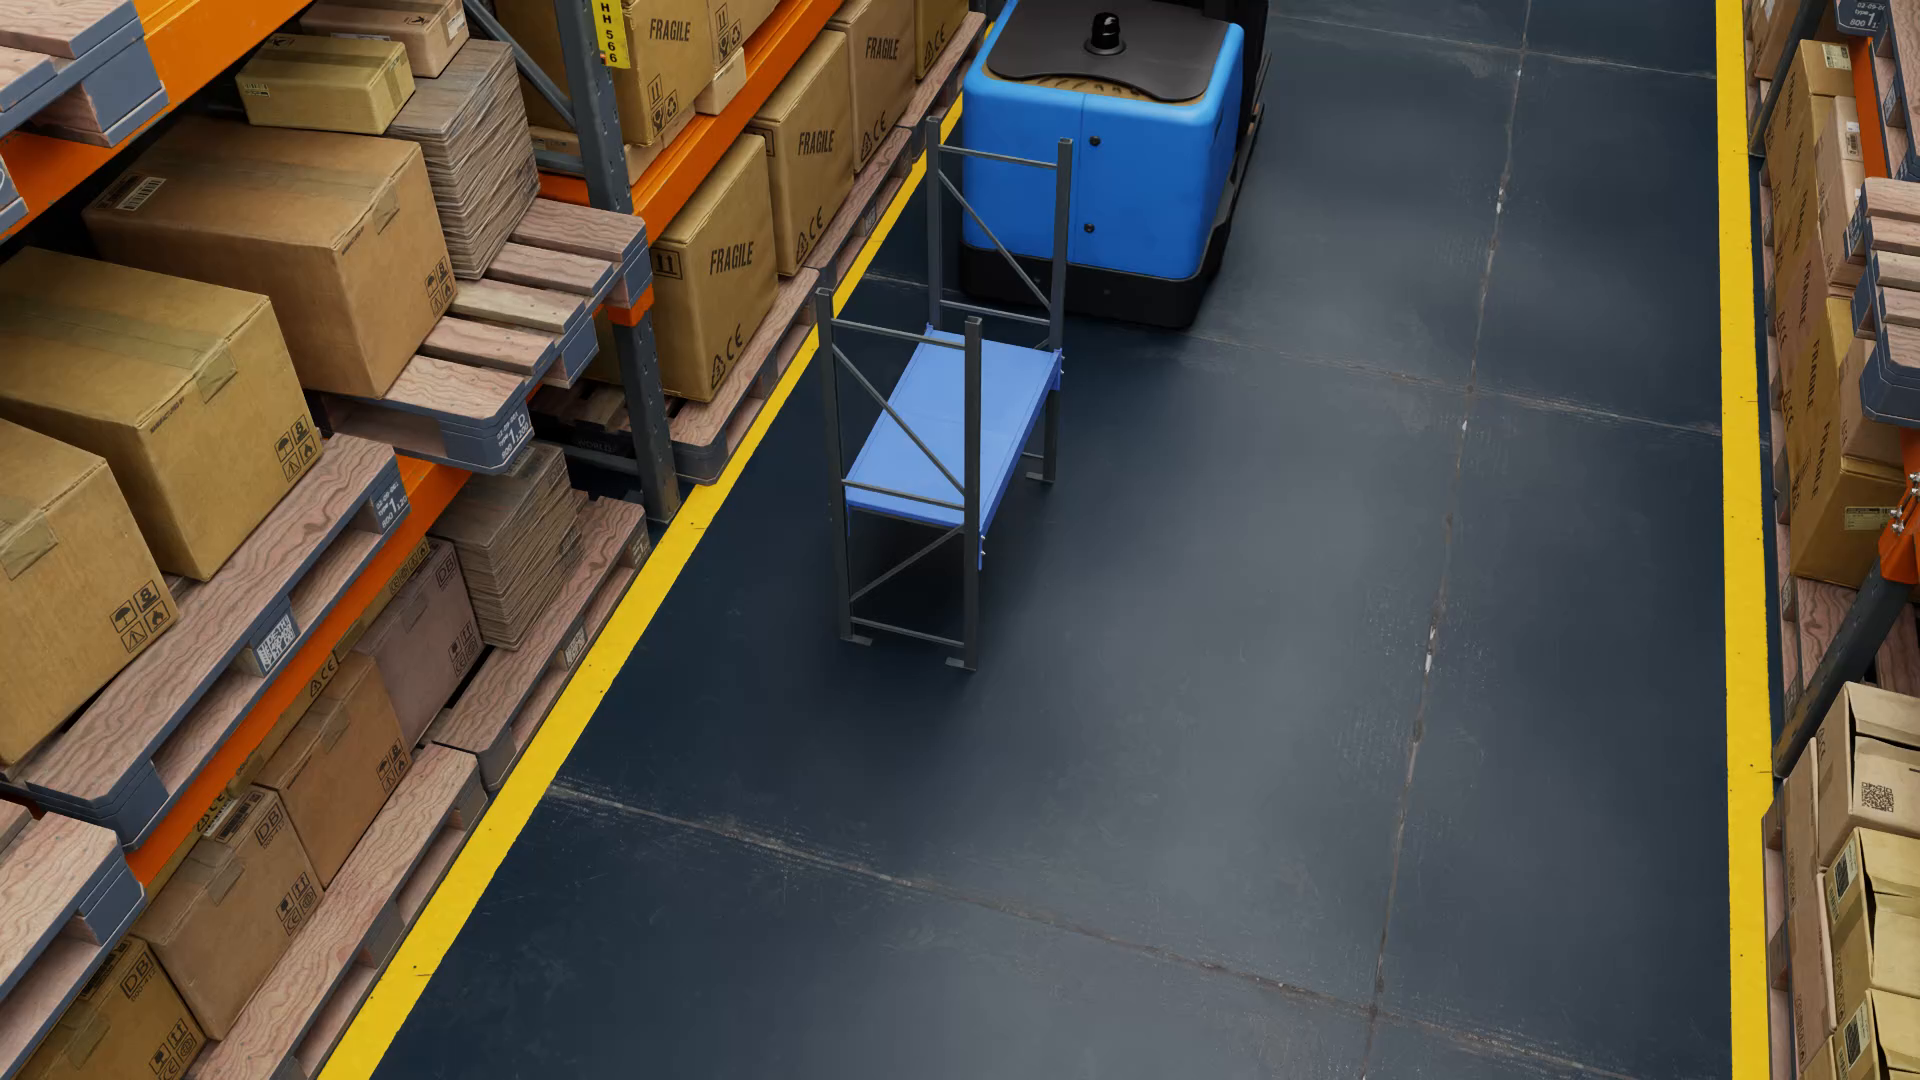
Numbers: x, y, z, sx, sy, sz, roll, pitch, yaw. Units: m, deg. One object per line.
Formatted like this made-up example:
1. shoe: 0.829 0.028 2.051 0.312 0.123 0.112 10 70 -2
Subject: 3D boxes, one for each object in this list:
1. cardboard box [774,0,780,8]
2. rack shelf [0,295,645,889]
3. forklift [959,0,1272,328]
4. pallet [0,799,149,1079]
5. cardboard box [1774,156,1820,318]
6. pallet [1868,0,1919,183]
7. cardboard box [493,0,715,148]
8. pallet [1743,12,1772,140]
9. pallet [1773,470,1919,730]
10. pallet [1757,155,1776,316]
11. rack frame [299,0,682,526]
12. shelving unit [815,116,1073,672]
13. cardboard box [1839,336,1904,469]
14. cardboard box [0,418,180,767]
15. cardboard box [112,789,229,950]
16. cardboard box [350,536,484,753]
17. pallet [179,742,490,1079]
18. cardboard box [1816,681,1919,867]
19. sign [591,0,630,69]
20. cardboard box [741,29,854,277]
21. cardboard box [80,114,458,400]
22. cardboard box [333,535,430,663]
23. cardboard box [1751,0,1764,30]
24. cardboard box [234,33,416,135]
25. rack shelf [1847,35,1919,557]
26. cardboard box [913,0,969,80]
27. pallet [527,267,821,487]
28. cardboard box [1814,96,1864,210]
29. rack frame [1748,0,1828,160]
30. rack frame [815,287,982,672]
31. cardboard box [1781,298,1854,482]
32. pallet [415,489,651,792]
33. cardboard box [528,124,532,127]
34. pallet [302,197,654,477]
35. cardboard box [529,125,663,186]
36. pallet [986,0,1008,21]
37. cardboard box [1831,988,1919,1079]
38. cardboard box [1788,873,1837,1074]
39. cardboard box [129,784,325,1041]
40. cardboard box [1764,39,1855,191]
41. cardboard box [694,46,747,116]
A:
1. cardboard box: -0.853 -2.368 6.227 0.500 0.500 0.500 12 46 12
2. rack shelf: -2.169 0.319 4.294 1.077 0.370 4.000 13 46 13
3. forklift: 0.890 -3.000 7.220 1.130 2.935 3.031 11 46 11
4. pallet: -2.404 0.985 3.236 1.003 0.211 1.213 13 46 13
5. cardboard box: 3.682 -1.195 6.799 0.500 0.500 0.500 13 46 13
6. pallet: 3.743 -1.454 5.728 1.003 0.211 1.213 13 46 13
7. cardboard box: -1.172 -1.690 5.534 0.500 0.500 0.500 14 46 14
8. pallet: 4.579 -2.352 8.503 1.003 0.211 1.213 13 46 13
9. pallet: 3.421 0.282 5.811 1.003 0.211 1.213 13 46 13
10. pallet: 4.160 -1.344 7.473 1.003 0.211 1.213 13 46 13
11. rack frame: -1.563 -1.272 5.405 1.000 3.000 0.127 13 46 13
12. shelving unit: -0.026 -0.479 5.667 0.538 1.500 1.048 13 46 12
13. cardboard box: 3.232 -0.468 5.520 0.500 0.250 0.500 14 46 14
14. cardboard box: -2.242 0.053 3.665 0.700 0.500 0.500 19 47 18
15. cardboard box: -2.283 0.727 4.299 0.500 0.250 0.500 11 46 11
16. cardboard box: -1.998 0.274 5.298 0.700 0.500 0.500 12 46 12
17. pallet: -2.173 1.056 5.020 1.003 0.211 1.213 13 46 13
18. cardboard box: 2.720 0.694 4.661 0.500 0.311 0.500 14 46 14
19. sign: -1.043 -1.549 4.917 0.100 0.325 0.005 13 46 13
20. cardboard box: -0.944 -1.698 7.078 0.750 0.750 0.750 12 46 12
21. cardboard box: -1.839 -0.771 4.507 0.700 0.500 0.500 9 45 9
22. cardboard box: -1.964 0.054 4.987 0.500 0.250 0.500 13 46 13
23. cardboard box: 4.329 -2.732 8.621 0.380 0.149 0.250 13 46 13
24. cardboard box: -1.722 -1.243 4.525 0.380 0.149 0.250 6 45 6
25. rack shelf: 3.765 -1.301 5.949 1.077 0.370 4.000 13 46 13
26. cardboard box: -0.425 -2.859 8.264 0.750 0.750 0.750 13 46 13
27. pallet: -1.253 -0.785 6.901 1.003 0.211 1.213 13 46 13
28. cardboard box: 3.689 -1.486 6.560 0.500 0.250 0.500 13 46 13
29. rack frame: 4.370 -2.891 7.060 1.000 3.000 0.127 13 46 13
30. rack frame: -0.180 -0.140 5.321 0.500 1.500 0.032 13 46 12
31. cardboard box: 3.376 -0.507 6.096 0.500 0.500 0.500 11 45 11
32. pallet: -1.801 0.246 5.848 1.003 0.211 1.213 13 46 13
33. cardboard box: -1.709 -1.460 5.763 0.380 0.149 0.250 13 46 13
34. pallet: -1.678 -0.706 4.963 1.213 0.211 1.003 13 46 13
35. cardboard box: -1.243 -1.359 5.660 0.380 0.149 0.250 12 46 12
36. pallet: -0.047 -3.432 9.606 1.003 0.211 1.213 13 46 13
37. cardboard box: 2.413 1.386 3.954 0.500 0.311 0.500 11 46 11
38. cardboard box: 2.569 1.230 4.514 0.500 0.250 0.500 11 46 11
39. cardboard box: -2.266 0.950 4.607 0.700 0.500 0.500 13 46 13
40. cardboard box: 3.992 -1.884 7.503 0.500 0.500 0.500 11 45 11
41. cardboard box: -0.997 -1.685 5.992 0.380 0.149 0.250 14 46 14
